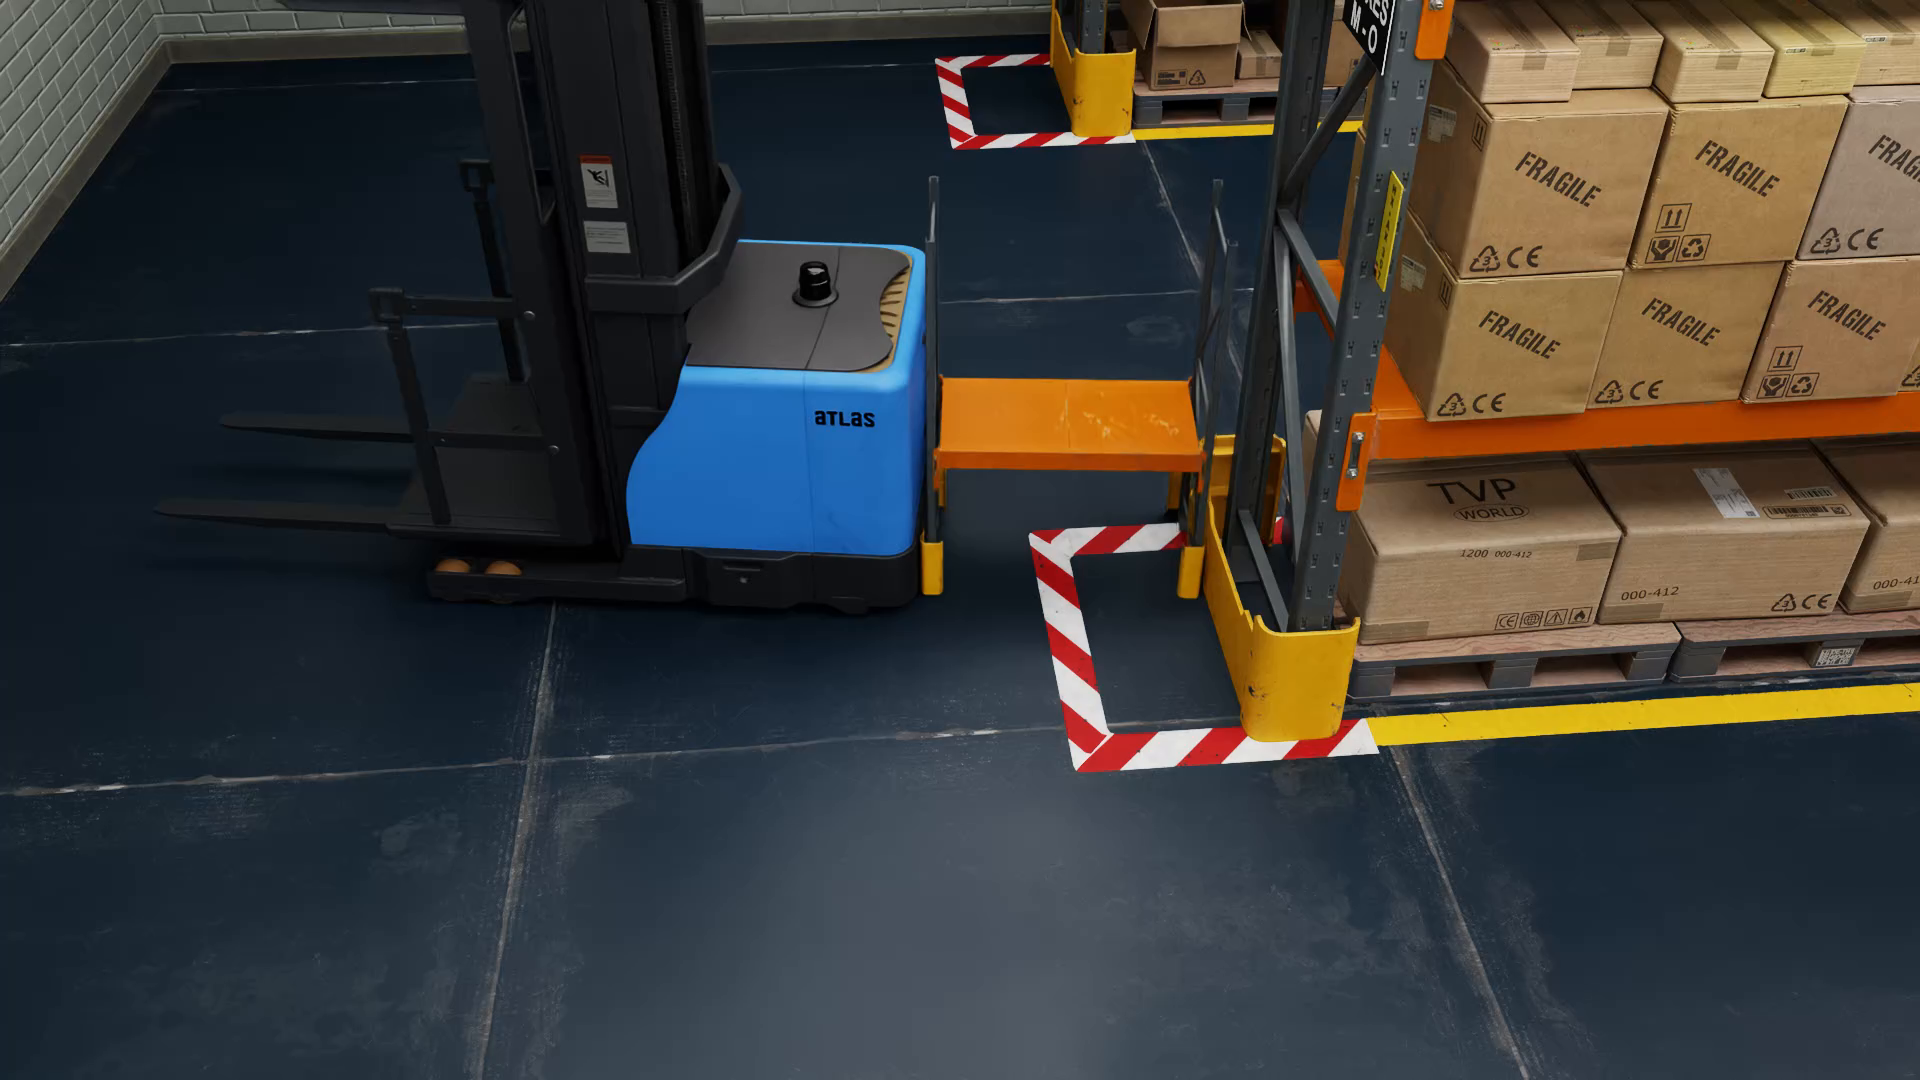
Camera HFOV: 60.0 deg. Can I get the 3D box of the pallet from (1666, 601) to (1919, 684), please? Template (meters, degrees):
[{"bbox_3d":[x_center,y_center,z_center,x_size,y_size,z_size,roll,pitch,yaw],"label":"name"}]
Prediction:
[{"bbox_3d":[3.157,0.104,6.448,1.213,0.211,1.003,-3,38,-4],"label":"pallet"}]

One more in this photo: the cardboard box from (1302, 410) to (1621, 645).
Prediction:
[{"bbox_3d":[1.804,-0.091,6.173,0.875,0.438,0.875,-4,38,-6],"label":"cardboard box"}]

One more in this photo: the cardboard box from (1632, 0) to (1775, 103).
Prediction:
[{"bbox_3d":[2.058,-1.371,4.654,0.250,0.149,0.380,-2,38,-3],"label":"cardboard box"}]

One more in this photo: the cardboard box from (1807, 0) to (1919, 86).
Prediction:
[{"bbox_3d":[2.575,-1.443,4.746,0.250,0.149,0.380,-3,38,-4],"label":"cardboard box"}]

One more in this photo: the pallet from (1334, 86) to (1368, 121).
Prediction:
[{"bbox_3d":[2.794,-2.915,10.274,1.213,0.211,1.003,-3,38,-4],"label":"pallet"}]

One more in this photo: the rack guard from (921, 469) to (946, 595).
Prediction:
[{"bbox_3d":[-0.104,-0.065,6.610,0.087,0.250,0.587,1,38,1],"label":"rack guard"}]

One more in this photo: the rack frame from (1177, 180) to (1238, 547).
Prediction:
[{"bbox_3d":[0.915,-0.545,6.218,0.032,1.500,0.500,1,38,1],"label":"rack frame"}]

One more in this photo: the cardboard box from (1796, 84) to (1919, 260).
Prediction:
[{"bbox_3d":[2.685,-1.182,4.939,0.500,0.500,0.500,-3,38,-4],"label":"cardboard box"}]

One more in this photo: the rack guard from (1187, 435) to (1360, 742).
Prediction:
[{"bbox_3d":[1.132,0.149,6.158,0.348,0.500,1.175,-3,38,-4],"label":"rack guard"}]

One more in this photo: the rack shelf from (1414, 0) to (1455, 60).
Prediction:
[{"bbox_3d":[3.148,-1.839,4.818,4.000,0.370,1.077,-3,38,-4],"label":"rack shelf"}]

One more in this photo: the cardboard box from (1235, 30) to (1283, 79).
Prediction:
[{"bbox_3d":[1.756,-2.916,9.987,0.250,0.149,0.380,-5,39,-6],"label":"cardboard box"}]

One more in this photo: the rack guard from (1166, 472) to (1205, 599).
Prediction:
[{"bbox_3d":[0.892,-0.051,6.601,0.087,0.250,0.587,1,38,1],"label":"rack guard"}]

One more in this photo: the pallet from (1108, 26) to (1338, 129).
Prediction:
[{"bbox_3d":[1.582,-2.850,10.192,1.213,0.211,1.003,-3,38,-4],"label":"pallet"}]

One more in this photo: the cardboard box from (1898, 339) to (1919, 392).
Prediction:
[{"bbox_3d":[3.166,-0.822,5.289,0.500,0.500,0.500,-2,38,-2],"label":"cardboard box"}]

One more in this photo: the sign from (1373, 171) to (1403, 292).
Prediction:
[{"bbox_3d":[1.199,-0.862,4.658,0.005,0.325,0.100,-3,38,-4],"label":"sign"}]

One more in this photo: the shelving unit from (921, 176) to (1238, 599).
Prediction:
[{"bbox_3d":[0.398,-0.552,6.223,1.083,1.500,0.587,1,38,1],"label":"shelving unit"}]

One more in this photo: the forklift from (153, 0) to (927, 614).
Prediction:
[{"bbox_3d":[-1.643,-1.227,5.939,3.031,2.935,1.130,3,38,3],"label":"forklift"}]

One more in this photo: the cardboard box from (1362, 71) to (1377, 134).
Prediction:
[{"bbox_3d":[1.615,-1.439,5.264,0.500,0.500,0.500,-2,38,-2],"label":"cardboard box"}]

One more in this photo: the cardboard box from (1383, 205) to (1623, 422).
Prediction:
[{"bbox_3d":[1.659,-0.722,5.163,0.500,0.500,0.500,-3,38,-4],"label":"cardboard box"}]

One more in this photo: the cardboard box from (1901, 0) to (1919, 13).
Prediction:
[{"bbox_3d":[2.827,-1.431,4.731,0.250,0.149,0.380,-3,38,-4],"label":"cardboard box"}]

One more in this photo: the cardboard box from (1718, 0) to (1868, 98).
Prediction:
[{"bbox_3d":[2.318,-1.396,4.687,0.250,0.149,0.380,-4,38,-5],"label":"cardboard box"}]

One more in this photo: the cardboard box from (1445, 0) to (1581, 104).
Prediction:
[{"bbox_3d":[1.534,-1.369,4.652,0.250,0.149,0.380,-2,38,-3],"label":"cardboard box"}]

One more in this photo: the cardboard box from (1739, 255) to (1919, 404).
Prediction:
[{"bbox_3d":[2.669,-0.784,5.242,0.500,0.500,0.500,-3,38,-4],"label":"cardboard box"}]

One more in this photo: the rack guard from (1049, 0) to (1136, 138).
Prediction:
[{"bbox_3d":[0.788,-2.919,10.046,0.348,0.500,1.175,-3,38,-4],"label":"rack guard"}]

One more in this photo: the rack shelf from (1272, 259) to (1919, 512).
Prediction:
[{"bbox_3d":[3.148,-0.661,5.747,4.000,0.370,1.077,-3,38,-4],"label":"rack shelf"}]

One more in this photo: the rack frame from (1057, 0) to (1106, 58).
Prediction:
[{"bbox_3d":[0.712,-3.896,9.267,0.127,3.000,1.000,-3,38,-4],"label":"rack frame"}]

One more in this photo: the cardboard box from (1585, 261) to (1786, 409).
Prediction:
[{"bbox_3d":[2.161,-0.767,5.220,0.500,0.500,0.500,-4,38,-5],"label":"cardboard box"}]

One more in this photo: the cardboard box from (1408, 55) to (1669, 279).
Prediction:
[{"bbox_3d":[1.659,-1.116,4.855,0.500,0.500,0.500,-4,38,-5],"label":"cardboard box"}]

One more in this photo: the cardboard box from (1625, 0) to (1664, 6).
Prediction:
[{"bbox_3d":[1.996,-1.759,5.146,0.250,0.149,0.380,-3,38,-4],"label":"cardboard box"}]

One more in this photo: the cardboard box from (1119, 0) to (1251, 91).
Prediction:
[{"bbox_3d":[1.330,-3.056,9.878,0.637,0.503,0.797,-5,39,-6],"label":"cardboard box"}]

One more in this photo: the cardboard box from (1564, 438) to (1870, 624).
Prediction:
[{"bbox_3d":[2.715,-0.146,6.243,0.875,0.438,0.875,-2,38,-3],"label":"cardboard box"}]

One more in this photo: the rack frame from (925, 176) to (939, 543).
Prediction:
[{"bbox_3d":[-0.101,-0.559,6.227,0.032,1.500,0.500,1,38,1],"label":"rack frame"}]

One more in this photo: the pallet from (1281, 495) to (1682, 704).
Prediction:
[{"bbox_3d":[1.945,0.169,6.366,1.213,0.211,1.003,-3,38,-4],"label":"pallet"}]

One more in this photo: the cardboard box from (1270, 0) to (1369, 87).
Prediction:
[{"bbox_3d":[2.185,-3.078,9.908,0.500,0.500,0.700,-2,38,-2],"label":"cardboard box"}]

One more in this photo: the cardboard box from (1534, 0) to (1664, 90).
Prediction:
[{"bbox_3d":[1.788,-1.427,4.726,0.250,0.149,0.380,-2,38,-3],"label":"cardboard box"}]

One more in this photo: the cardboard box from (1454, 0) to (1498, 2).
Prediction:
[{"bbox_3d":[1.495,-1.664,5.025,0.250,0.149,0.380,-3,38,-3],"label":"cardboard box"}]

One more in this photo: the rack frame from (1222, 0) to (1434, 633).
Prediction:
[{"bbox_3d":[1.156,-0.834,5.385,0.127,3.000,1.000,-3,38,-4],"label":"rack frame"}]

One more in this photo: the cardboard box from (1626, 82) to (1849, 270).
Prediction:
[{"bbox_3d":[2.173,-1.149,4.897,0.500,0.500,0.500,-4,38,-5],"label":"cardboard box"}]

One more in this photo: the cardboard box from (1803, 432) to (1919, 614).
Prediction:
[{"bbox_3d":[3.613,-0.195,6.305,0.875,0.438,0.875,-4,38,-5],"label":"cardboard box"}]

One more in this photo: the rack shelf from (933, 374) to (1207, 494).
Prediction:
[{"bbox_3d":[0.406,-0.410,6.333,1.000,0.185,0.538,1,38,1],"label":"rack shelf"}]

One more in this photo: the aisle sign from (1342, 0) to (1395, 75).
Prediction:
[{"bbox_3d":[1.110,-1.672,4.348,0.004,0.787,0.394,-3,38,-4],"label":"aisle sign"}]

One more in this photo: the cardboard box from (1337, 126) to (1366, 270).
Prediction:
[{"bbox_3d":[1.613,-1.063,5.595,0.500,0.500,0.500,-3,38,-4],"label":"cardboard box"}]
